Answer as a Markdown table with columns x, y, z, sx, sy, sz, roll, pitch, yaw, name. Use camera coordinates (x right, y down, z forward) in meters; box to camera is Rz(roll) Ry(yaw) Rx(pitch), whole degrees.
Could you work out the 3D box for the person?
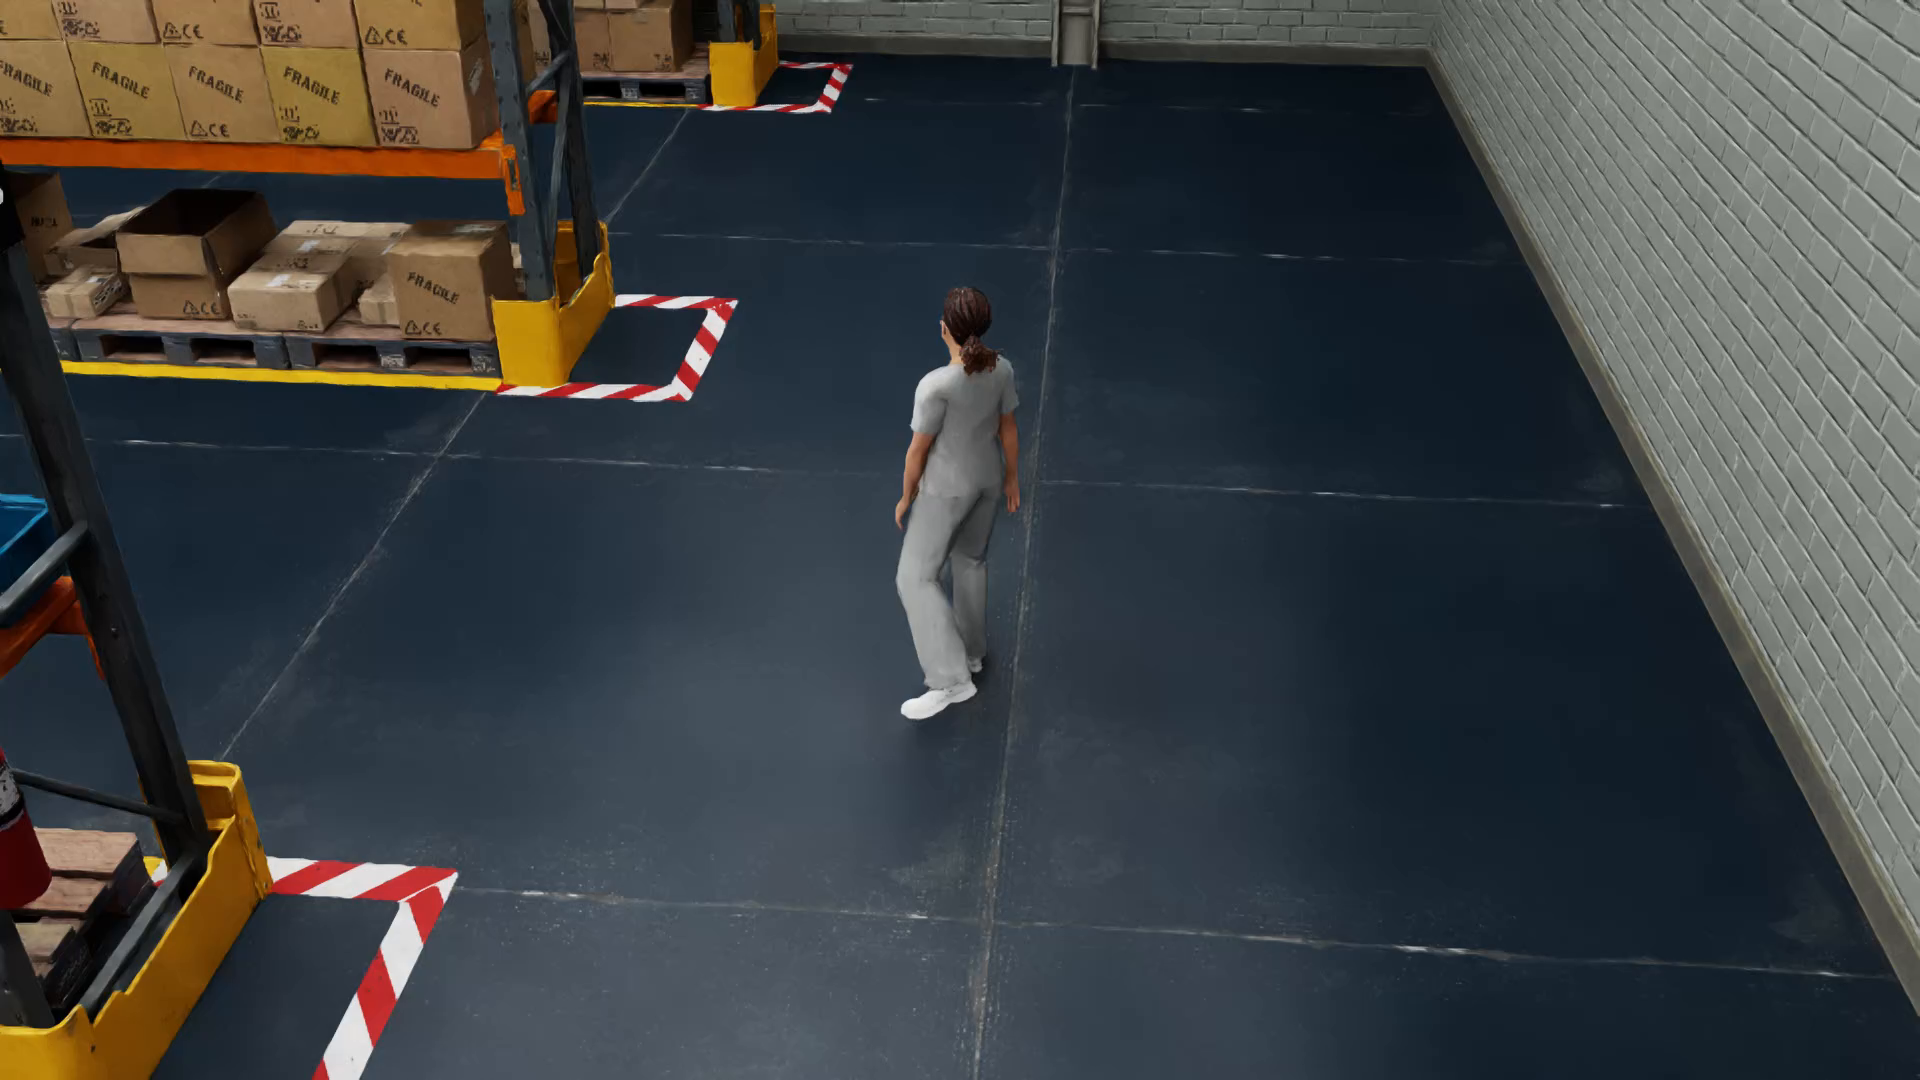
| x | y | z | sx | sy | sz | roll | pitch | yaw | name |
| --- | --- | --- | --- | --- | --- | --- | --- | --- | --- |
| -0.032 | -0.118 | 6.354 | 0.693 | 1.639 | 0.516 | -25 | 40 | -34 | person |
